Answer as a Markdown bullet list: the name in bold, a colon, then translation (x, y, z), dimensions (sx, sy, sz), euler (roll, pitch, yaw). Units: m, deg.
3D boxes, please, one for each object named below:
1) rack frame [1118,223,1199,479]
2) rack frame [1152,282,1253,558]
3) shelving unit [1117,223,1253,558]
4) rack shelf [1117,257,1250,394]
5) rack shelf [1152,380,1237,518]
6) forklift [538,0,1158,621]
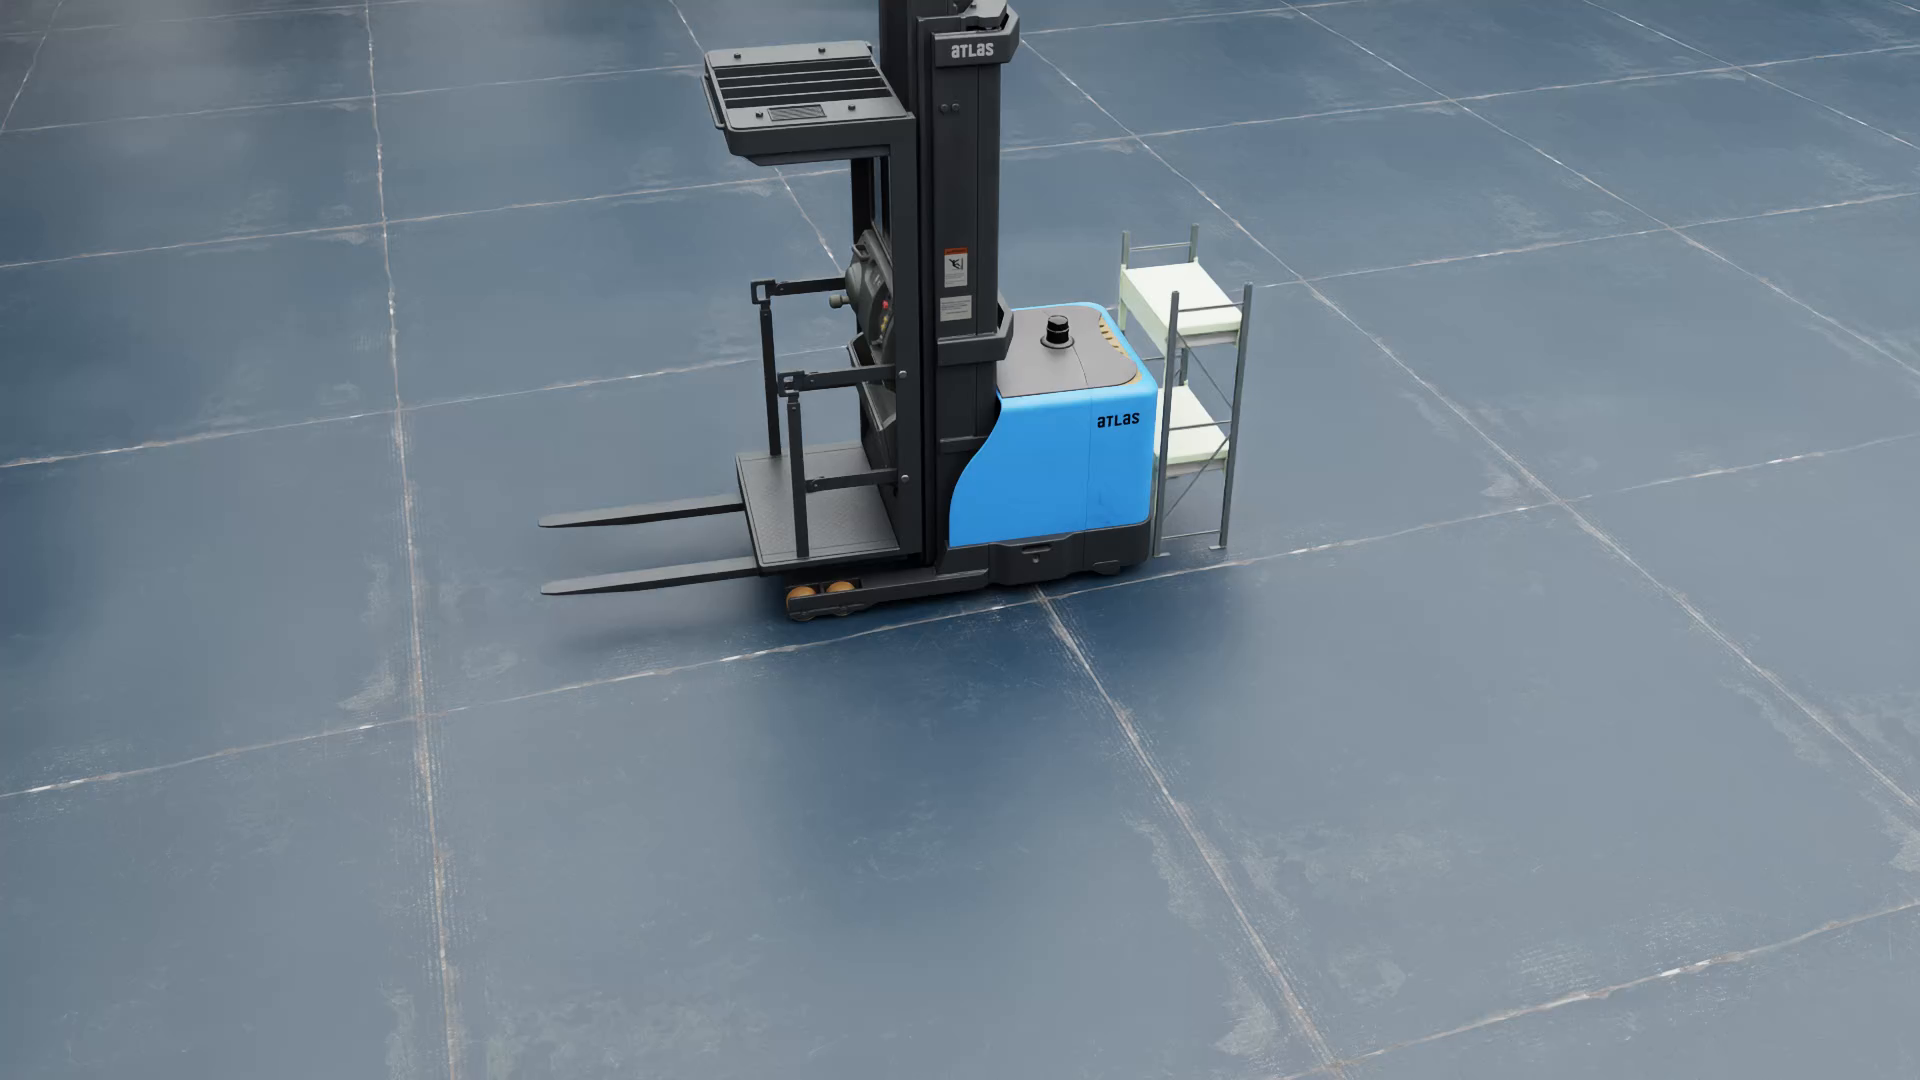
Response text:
- **rack frame**: translation (1.021, -0.955, 8.834), dimensions (0.400, 1.500, 0.023), euler (-8, 34, -11)
- **rack frame**: translation (1.191, -0.563, 8.240), dimensions (0.400, 1.500, 0.023), euler (-8, 34, -11)
- **shelving unit**: translation (1.106, -0.759, 8.537), dimensions (0.431, 1.500, 0.755), euler (-8, 34, -11)
- **rack shelf**: translation (1.104, -1.085, 8.321), dimensions (0.431, 0.370, 0.720), euler (-8, 34, -11)
- **rack shelf**: translation (1.107, -0.487, 8.717), dimensions (0.431, 0.370, 0.720), euler (-8, 34, -11)
- **forklift**: translation (-0.607, -1.146, 7.826), dimensions (3.031, 2.935, 1.130), euler (-7, 34, -11)
